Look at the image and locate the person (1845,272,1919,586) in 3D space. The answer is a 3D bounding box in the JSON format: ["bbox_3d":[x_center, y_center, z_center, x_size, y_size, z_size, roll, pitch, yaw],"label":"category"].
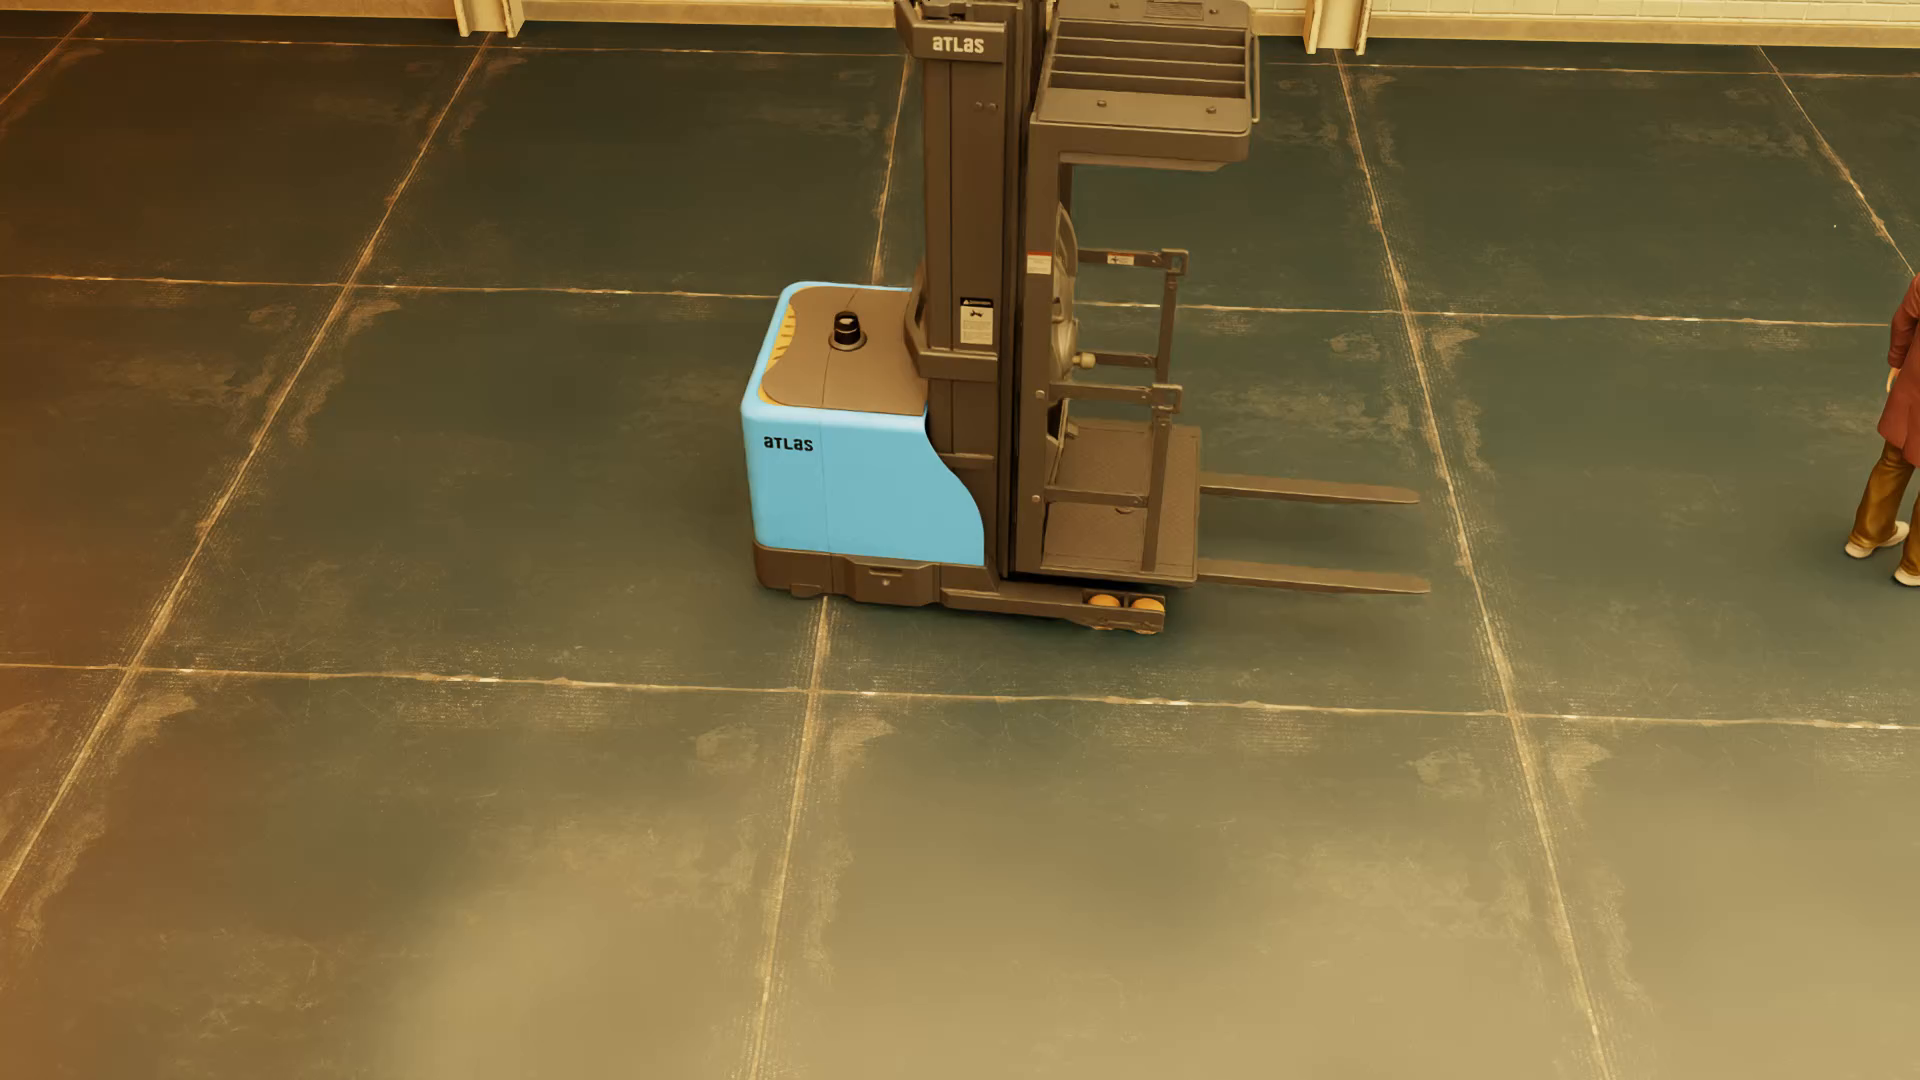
[{"bbox_3d":[4.354,-0.611,7.260,0.572,1.780,0.693,-11,43,-11],"label":"person"}]

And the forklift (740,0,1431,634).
[{"bbox_3d":[0.617,-1.042,6.883,3.031,2.935,1.130,5,43,5],"label":"forklift"}]
